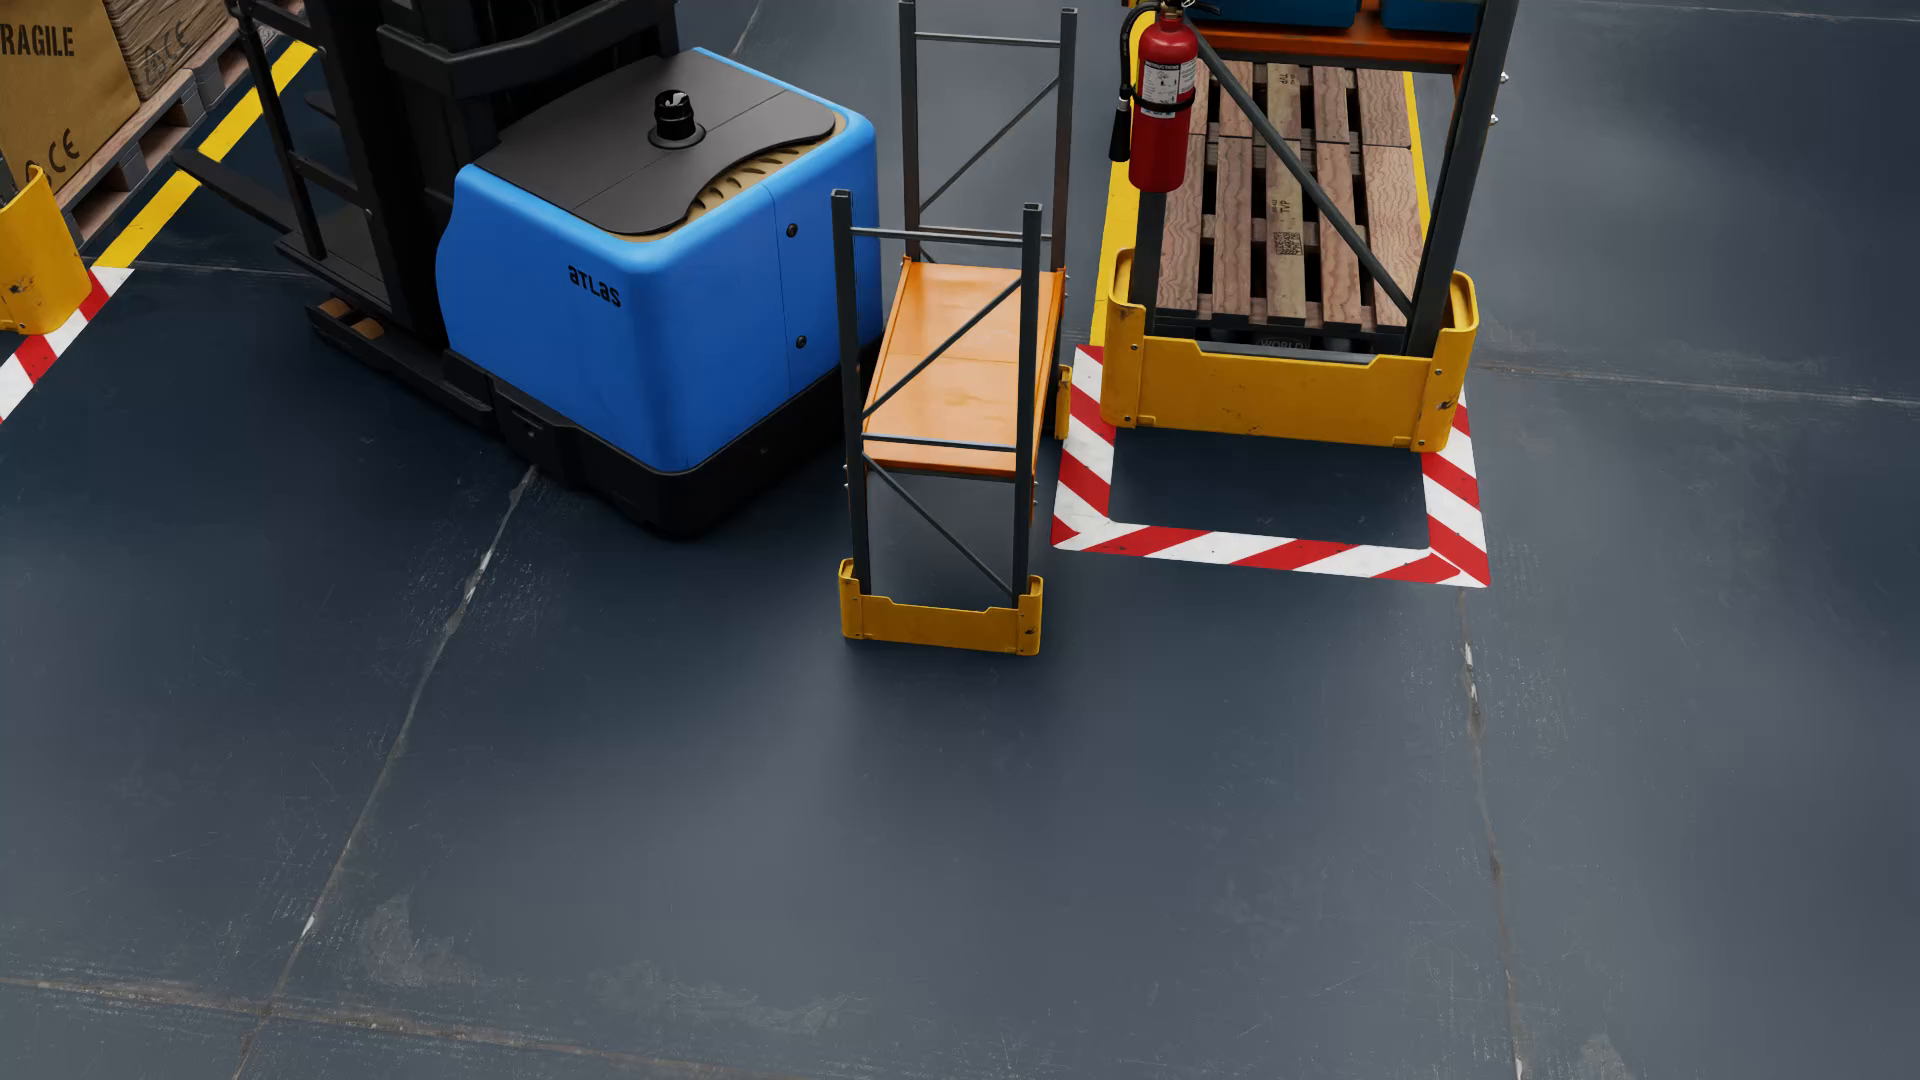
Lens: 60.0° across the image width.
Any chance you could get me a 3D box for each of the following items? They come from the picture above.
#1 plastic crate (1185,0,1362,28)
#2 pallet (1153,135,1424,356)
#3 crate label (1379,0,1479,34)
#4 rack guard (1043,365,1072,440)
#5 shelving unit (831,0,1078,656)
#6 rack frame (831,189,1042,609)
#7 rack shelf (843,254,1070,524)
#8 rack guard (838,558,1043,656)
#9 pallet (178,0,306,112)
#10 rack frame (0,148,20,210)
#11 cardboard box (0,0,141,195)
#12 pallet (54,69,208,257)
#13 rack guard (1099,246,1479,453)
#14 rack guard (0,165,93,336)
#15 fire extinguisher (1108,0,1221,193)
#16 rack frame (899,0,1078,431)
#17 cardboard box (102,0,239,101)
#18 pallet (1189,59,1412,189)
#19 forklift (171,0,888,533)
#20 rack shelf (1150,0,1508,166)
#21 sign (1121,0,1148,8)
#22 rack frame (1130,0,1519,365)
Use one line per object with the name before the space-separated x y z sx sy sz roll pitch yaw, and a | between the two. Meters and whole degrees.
plastic crate | 0.923 -1.842 4.944 0.616 0.435 0.499 5 44 6
pallet | 1.211 -1.108 6.267 1.003 0.211 1.213 5 44 6
crate label | 1.423 -1.661 4.901 0.416 0.233 0.303 5 44 6
rack guard | 0.076 -0.482 5.577 0.587 0.250 0.087 5 44 6
shelving unit | 0.010 -0.597 4.789 0.587 1.500 1.083 5 44 6
rack frame | -0.056 -0.256 4.430 0.500 1.500 0.032 5 44 6
rack shelf | 0.011 -0.472 4.919 0.538 0.185 1.000 5 44 6
rack guard | -0.056 0.197 4.860 0.587 0.250 0.087 5 44 6
pallet | -3.654 -2.381 7.611 1.003 0.211 1.213 5 44 6
rack frame | -3.846 -2.012 5.194 1.000 3.000 0.127 5 44 6
cardboard box | -3.841 -1.837 6.248 0.875 0.875 0.875 5 44 6
pallet | -3.818 -1.552 6.735 1.003 0.211 1.213 5 44 6
rack guard | 1.073 -0.637 5.559 1.175 0.500 0.348 5 44 6
rack guard | -3.849 -1.088 6.036 1.175 0.500 0.348 5 44 6
fire extinguisher | 0.593 -1.337 4.808 0.296 0.674 0.183 5 44 6
rack frame | 0.078 -0.949 5.162 0.500 1.500 0.032 5 44 6
cardboard box | -3.720 -2.457 6.903 0.875 0.875 0.875 5 44 6
pallet | 1.375 -1.937 7.142 1.003 0.211 1.213 5 44 6
forklift | -1.705 -1.935 5.162 3.031 2.935 1.130 29 51 27
rack shelf | 1.328 -2.664 6.405 1.077 0.370 4.000 5 44 6
sign | 0.516 -1.660 4.703 0.100 0.325 0.005 5 44 6
rack frame | 1.064 -1.562 4.718 1.000 3.000 0.127 5 44 6
